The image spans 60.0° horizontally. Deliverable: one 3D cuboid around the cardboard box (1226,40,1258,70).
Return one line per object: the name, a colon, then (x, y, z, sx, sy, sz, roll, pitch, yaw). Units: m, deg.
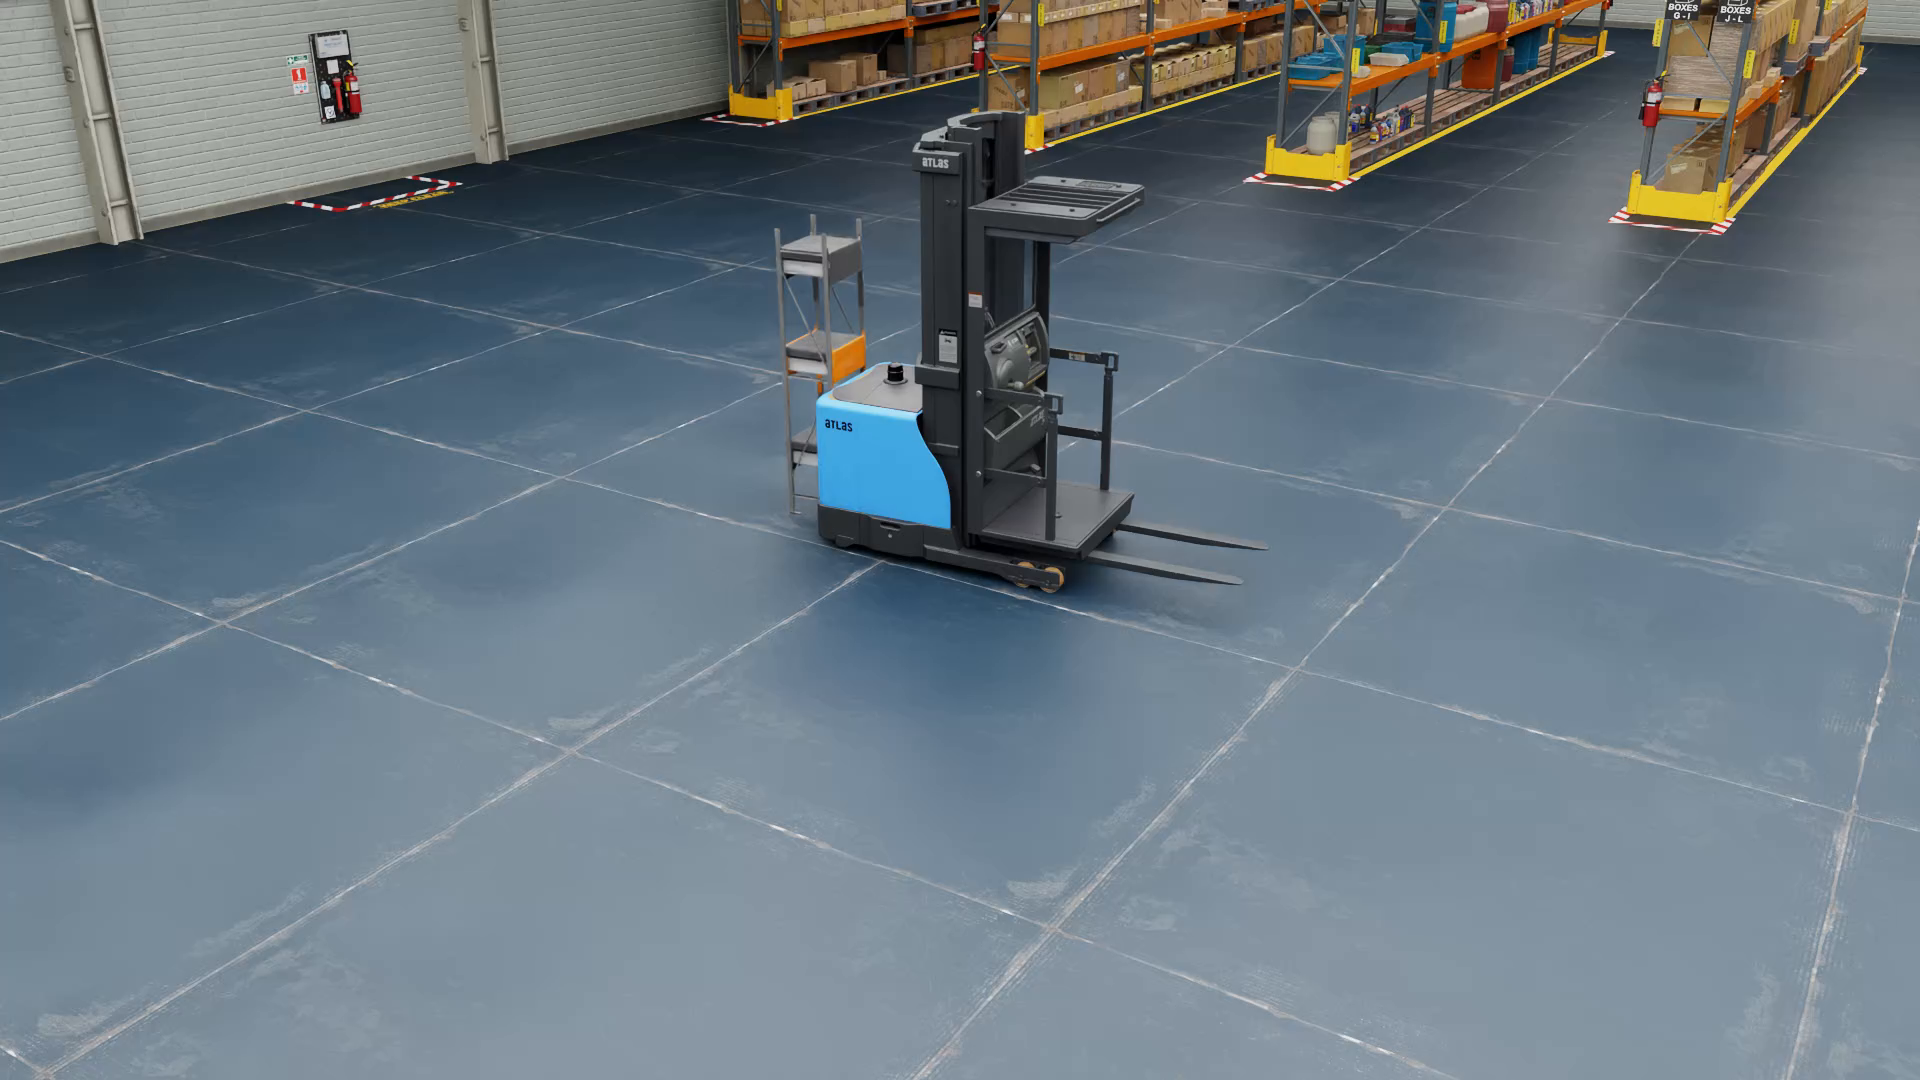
cardboard box: (5.456, -9.452, 32.401, 0.500, 0.500, 0.500, 15, 28, 31)

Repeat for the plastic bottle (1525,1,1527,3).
plastic bottle: (10.589, -9.957, 31.137, 0.097, 0.271, 0.097, 0, 23, 0)

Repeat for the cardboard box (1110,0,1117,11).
cardboard box: (2.364, -8.817, 27.400, 0.380, 0.149, 0.250, 14, 27, 29)

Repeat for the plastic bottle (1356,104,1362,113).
plastic bottle: (6.291, -6.715, 26.266, 0.144, 0.351, 0.185, 15, 27, 30)

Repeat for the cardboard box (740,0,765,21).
cardboard box: (-3.389, -9.128, 28.280, 0.500, 0.500, 0.500, 14, 27, 28)

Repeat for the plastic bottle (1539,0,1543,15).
plastic bottle: (10.898, -10.063, 31.376, 0.152, 0.276, 0.135, 14, 27, 29)

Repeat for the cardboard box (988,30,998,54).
cardboard box: (0.428, -10.141, 33.993, 0.700, 0.500, 0.500, 14, 27, 30)

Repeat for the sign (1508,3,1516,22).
sign: (9.651, -9.226, 29.081, 0.100, 0.325, 0.005, 14, 27, 29)

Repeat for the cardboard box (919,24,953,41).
cardboard box: (-0.472, -9.967, 32.646, 0.500, 0.250, 0.500, 13, 27, 27)

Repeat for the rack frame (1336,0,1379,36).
rack frame: (9.193, -13.004, 38.012, 1.000, 3.000, 0.127, 14, 27, 29)

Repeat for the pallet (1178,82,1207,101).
pallet: (3.862, -8.344, 30.759, 1.003, 0.211, 1.213, 14, 27, 29)

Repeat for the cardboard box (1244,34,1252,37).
cardboard box: (5.541, -9.898, 33.430, 0.500, 0.500, 0.500, 13, 27, 27)

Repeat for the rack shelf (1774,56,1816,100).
rack shelf: (12.333, -7.221, 25.560, 1.077, 0.370, 4.000, 14, 27, 29)

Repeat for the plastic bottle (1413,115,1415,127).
plastic bottle: (7.143, -6.644, 26.291, 0.097, 0.201, 0.097, 0, 23, 0)

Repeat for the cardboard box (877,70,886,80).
cardboard box: (-1.604, -8.705, 31.096, 0.380, 0.166, 0.250, 10, 25, 22)

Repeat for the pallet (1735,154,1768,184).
pallet: (10.953, -5.363, 23.871, 1.003, 0.211, 1.213, 14, 27, 29)

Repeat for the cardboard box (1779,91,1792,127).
cardboard box: (12.769, -6.861, 26.415, 0.700, 0.500, 0.500, 11, 26, 25)

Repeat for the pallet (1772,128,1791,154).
pallet: (12.330, -6.273, 25.975, 1.003, 0.211, 1.213, 14, 27, 29)

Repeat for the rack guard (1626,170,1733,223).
rack guard: (9.208, -4.405, 21.296, 1.175, 0.500, 0.348, 14, 27, 29)

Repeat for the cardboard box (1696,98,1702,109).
cardboard box: (9.275, -5.635, 21.306, 0.380, 0.149, 0.250, 14, 27, 29)

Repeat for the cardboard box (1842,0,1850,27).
cardboard box: (15.483, -9.407, 29.579, 0.500, 0.500, 0.500, 14, 27, 29)

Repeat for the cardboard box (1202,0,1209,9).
cardboard box: (4.337, -10.001, 31.189, 0.500, 0.311, 0.500, 14, 27, 28)

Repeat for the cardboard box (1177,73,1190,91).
cardboard box: (3.828, -8.316, 30.117, 0.500, 0.250, 0.500, 13, 27, 27)

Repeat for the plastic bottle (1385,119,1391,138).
plastic bottle: (6.521, -6.278, 25.358, 0.097, 0.271, 0.097, 0, 23, 0)

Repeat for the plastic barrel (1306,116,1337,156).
plastic barrel: (5.242, -5.853, 24.098, 0.421, 0.512, 0.421, 0, 23, 0)

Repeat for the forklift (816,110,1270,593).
forklift: (0.561, -1.238, 10.921, 3.031, 2.935, 1.130, 11, 26, 23)

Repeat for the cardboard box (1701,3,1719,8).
cardboard box: (9.773, -6.743, 21.792, 0.500, 0.500, 0.500, 14, 27, 29)

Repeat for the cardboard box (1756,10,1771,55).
cardboard box: (9.959, -6.463, 21.145, 0.500, 0.500, 0.500, 14, 27, 29)

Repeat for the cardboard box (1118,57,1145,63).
cardboard box: (3.103, -8.515, 29.871, 0.500, 0.311, 0.500, 15, 27, 30)

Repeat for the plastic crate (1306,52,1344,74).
plastic crate: (5.317, -6.946, 24.205, 0.499, 0.251, 0.408, 14, 27, 29)

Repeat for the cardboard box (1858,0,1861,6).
cardboard box: (16.770, -10.255, 31.478, 0.500, 0.250, 0.500, 14, 27, 29)

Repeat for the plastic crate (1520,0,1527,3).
plastic crate: (11.246, -10.864, 33.013, 0.392, 0.384, 0.575, 14, 27, 29)

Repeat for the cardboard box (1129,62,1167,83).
cardboard box: (3.293, -8.229, 29.210, 0.500, 0.311, 0.500, 14, 27, 29)

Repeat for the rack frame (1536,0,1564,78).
rack frame: (11.290, -10.614, 32.493, 1.000, 3.000, 0.127, 14, 27, 29)

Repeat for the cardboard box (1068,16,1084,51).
cardboard box: (1.550, -8.149, 26.672, 0.700, 0.500, 0.500, 14, 27, 29)

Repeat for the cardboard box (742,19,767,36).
cardboard box: (-3.375, -8.779, 28.417, 0.500, 0.250, 0.500, 14, 27, 30)

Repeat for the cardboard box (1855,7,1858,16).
cardboard box: (16.619, -9.929, 31.226, 0.380, 0.149, 0.250, 14, 27, 30)

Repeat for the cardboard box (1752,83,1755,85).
cardboard box: (10.413, -6.055, 22.278, 0.380, 0.149, 0.250, 14, 27, 29)

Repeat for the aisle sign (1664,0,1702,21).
aisle sign: (8.880, -6.761, 20.320, 0.394, 0.787, 0.004, 14, 27, 29)

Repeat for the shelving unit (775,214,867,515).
shelving unit: (-0.970, -1.223, 11.925, 0.431, 2.100, 0.503, 10, 25, 23)

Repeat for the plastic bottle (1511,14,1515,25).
plastic bottle: (9.895, -9.390, 29.813, 0.061, 0.283, 0.133, 14, 27, 29)

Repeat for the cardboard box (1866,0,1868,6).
cardboard box: (17.699, -10.622, 32.827, 0.380, 0.149, 0.250, 14, 27, 30)

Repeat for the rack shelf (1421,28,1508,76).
rack shelf: (8.125, -8.259, 27.958, 1.077, 0.370, 4.000, 14, 27, 29)

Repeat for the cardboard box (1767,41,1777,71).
cardboard box: (10.988, -6.920, 23.458, 0.875, 0.500, 0.500, 14, 27, 29)

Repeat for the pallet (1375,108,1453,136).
pallet: (7.451, -6.908, 27.441, 1.003, 0.211, 1.213, 14, 27, 29)

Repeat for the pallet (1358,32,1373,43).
pallet: (8.734, -11.429, 37.885, 1.003, 0.211, 1.213, 14, 27, 29)

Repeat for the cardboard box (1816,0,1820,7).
cardboard box: (13.787, -8.976, 27.320, 0.797, 0.503, 0.637, 15, 28, 31)

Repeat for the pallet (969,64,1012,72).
pallet: (0.350, -9.797, 34.116, 1.003, 0.211, 1.213, 14, 27, 29)

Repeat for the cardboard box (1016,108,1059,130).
cardboard box: (1.225, -6.669, 26.311, 0.500, 0.250, 0.500, 14, 27, 29)

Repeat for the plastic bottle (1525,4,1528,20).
plastic bottle: (10.376, -9.707, 30.558, 0.097, 0.271, 0.097, 0, 23, 0)

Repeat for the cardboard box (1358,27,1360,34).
cardboard box: (8.826, -11.552, 37.672, 0.380, 0.166, 0.250, 14, 27, 29)

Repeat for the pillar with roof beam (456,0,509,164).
pillar with roof beam: (-3.330, -8.884, 20.944, 9.100, 9.000, 0.400, 14, 27, 29)

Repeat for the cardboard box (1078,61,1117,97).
cardboard box: (2.270, -7.690, 27.727, 0.500, 0.500, 0.500, 14, 27, 29)

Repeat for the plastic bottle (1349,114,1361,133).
plastic bottle: (6.107, -6.451, 25.750, 0.152, 0.276, 0.135, 14, 27, 29)

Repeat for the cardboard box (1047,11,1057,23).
cardboard box: (1.280, -8.124, 25.798, 0.380, 0.149, 0.250, 13, 27, 28)
